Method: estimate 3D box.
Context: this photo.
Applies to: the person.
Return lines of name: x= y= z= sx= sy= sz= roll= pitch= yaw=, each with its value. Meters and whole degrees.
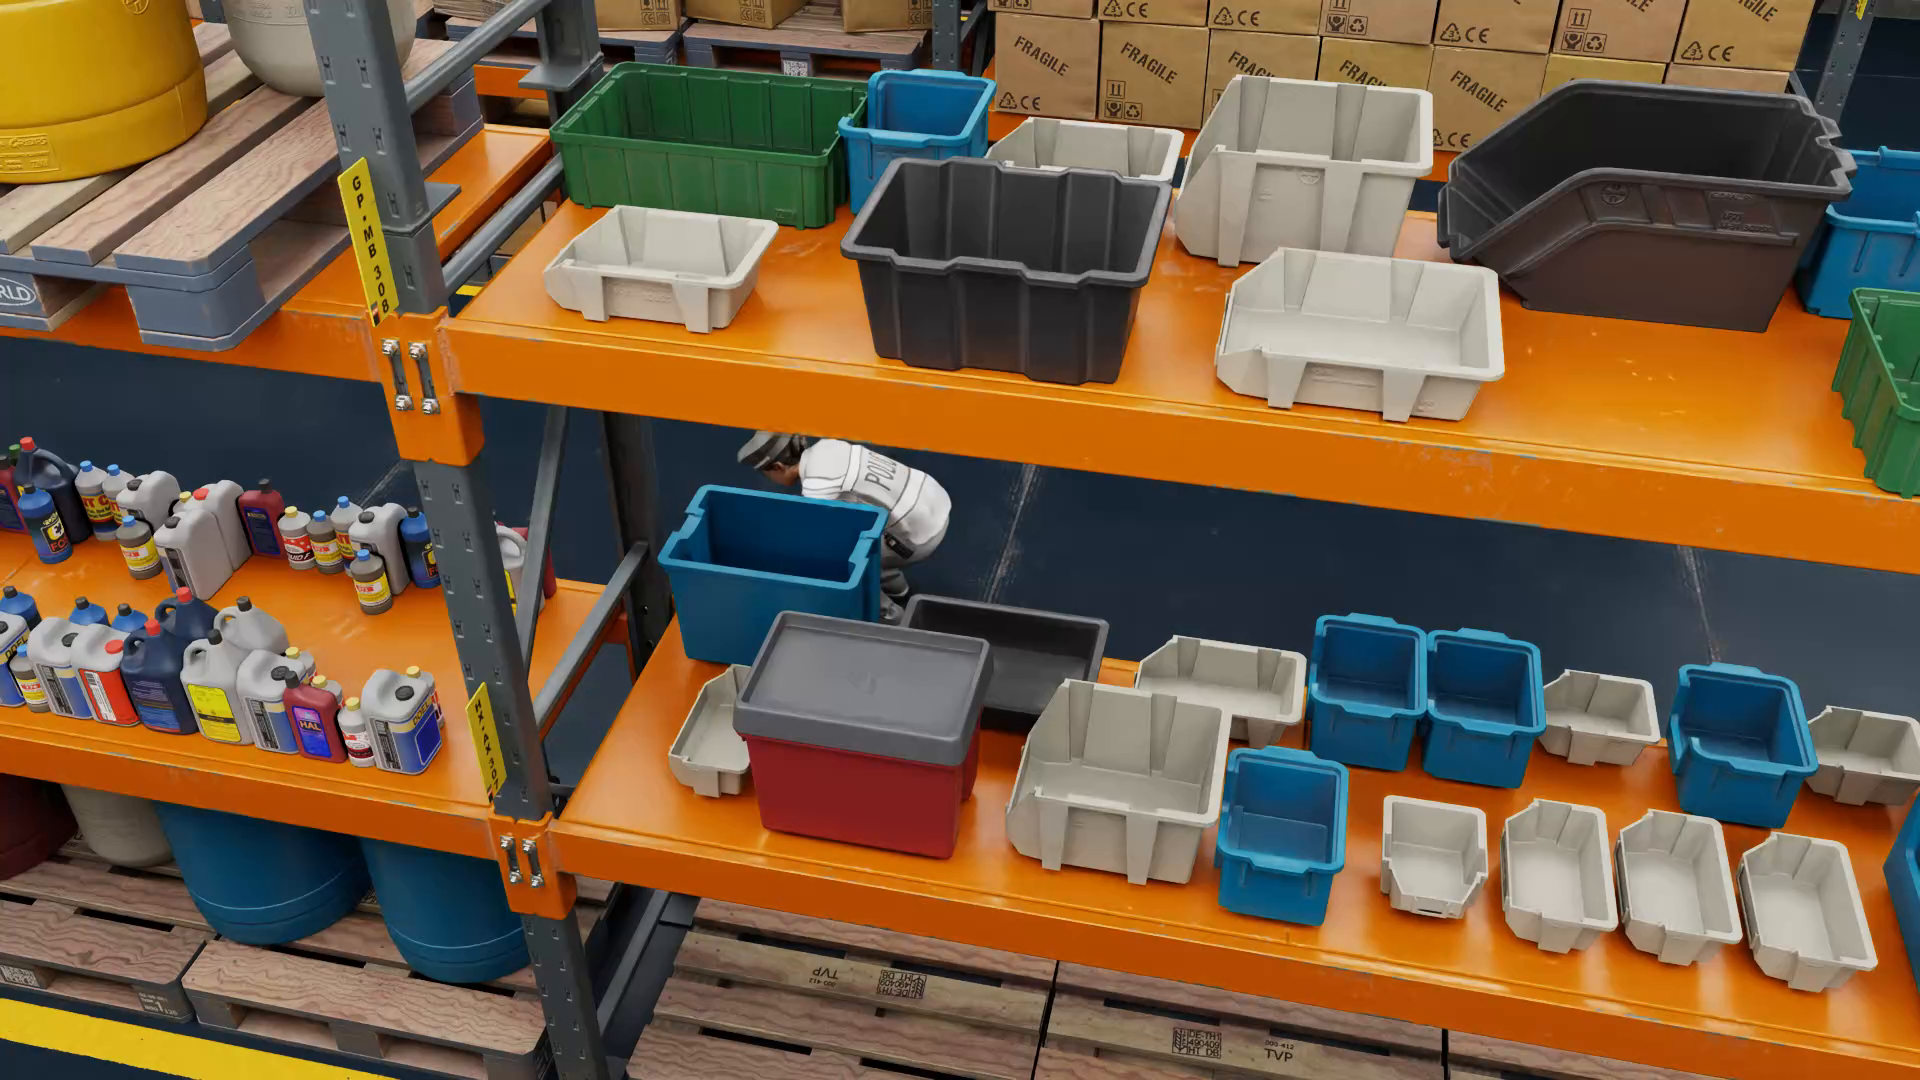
person: x=-0.473 y=-0.078 z=6.874 sx=0.853 sy=0.928 sz=0.481 roll=7 pitch=37 yaw=10
